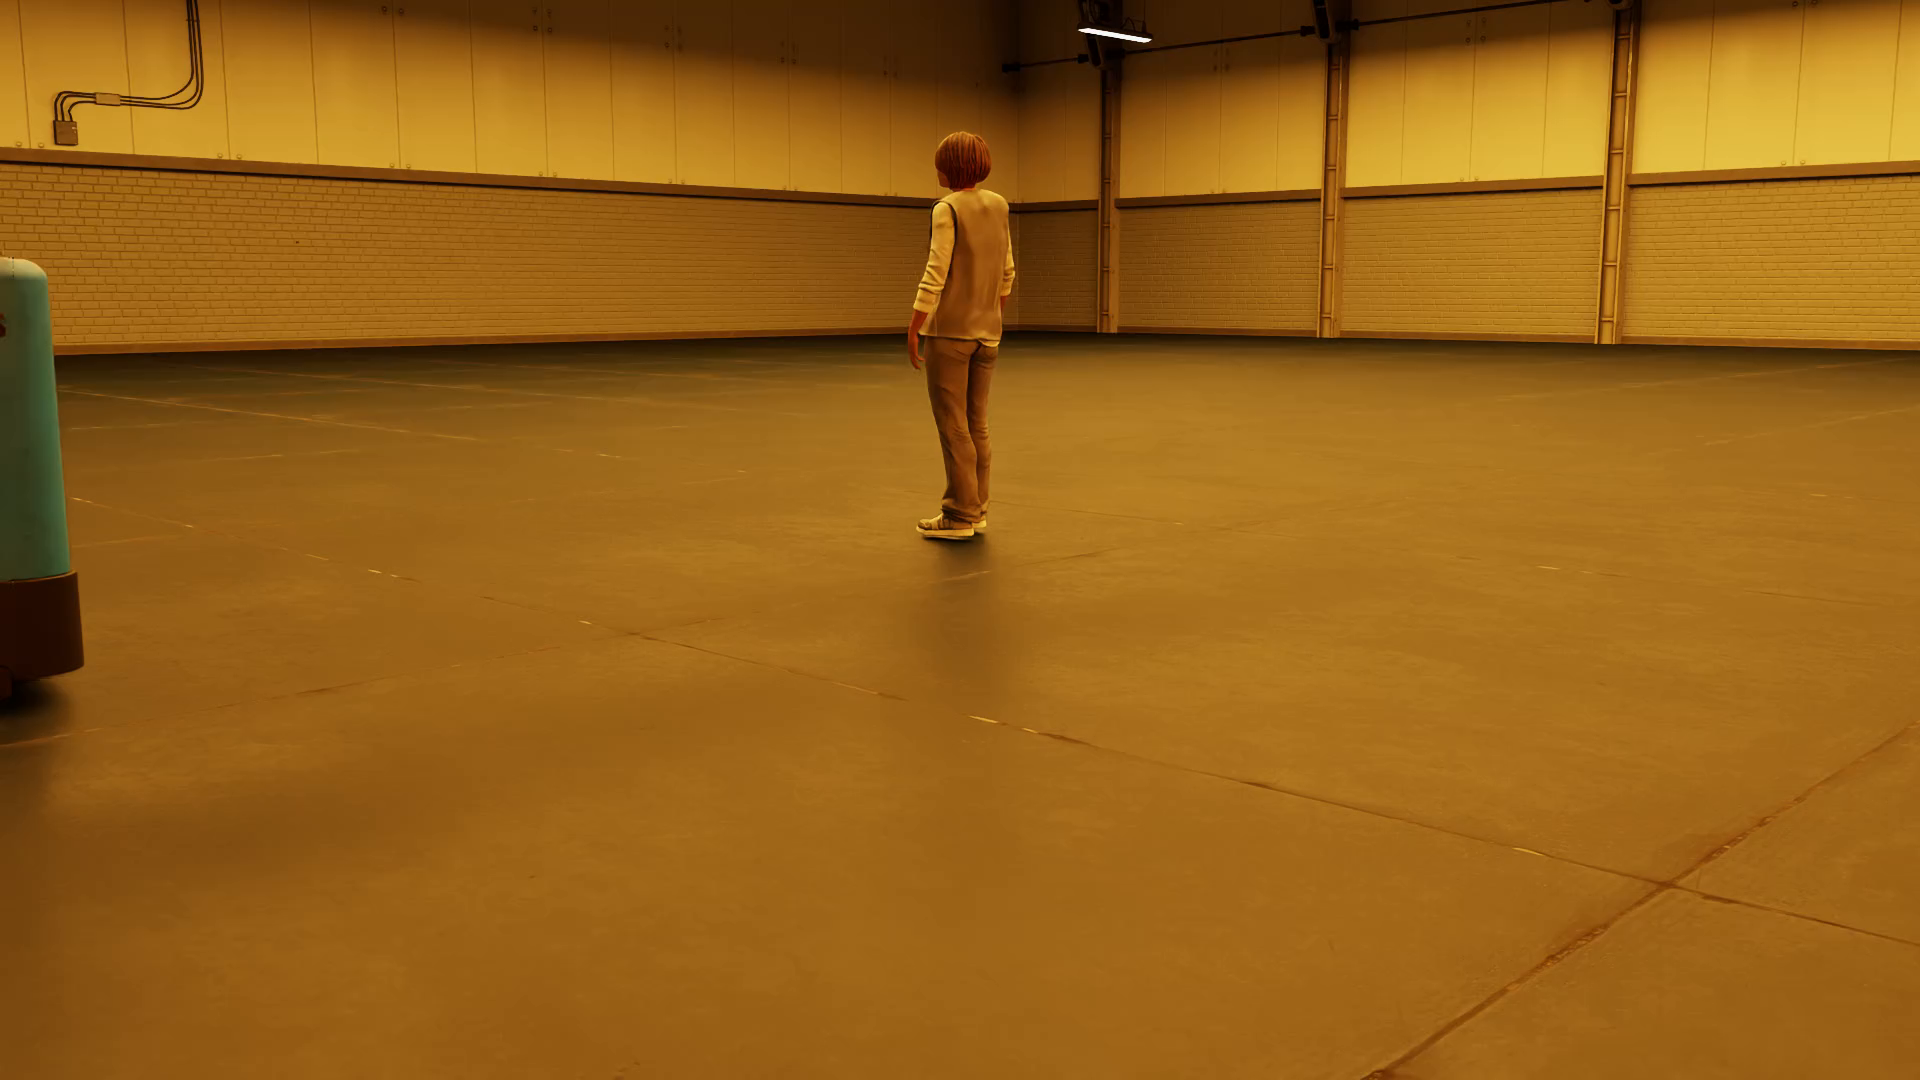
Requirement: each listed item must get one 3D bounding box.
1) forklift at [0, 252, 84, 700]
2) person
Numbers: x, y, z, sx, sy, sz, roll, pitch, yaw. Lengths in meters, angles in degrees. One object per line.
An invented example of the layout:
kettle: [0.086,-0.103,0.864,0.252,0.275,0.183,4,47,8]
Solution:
forklift: [-3.619,-0.967,3.295,3.031,2.935,1.130,-7,11,-41]
person: [-0.044,-0.806,6.659,0.473,1.599,0.520,8,12,43]
